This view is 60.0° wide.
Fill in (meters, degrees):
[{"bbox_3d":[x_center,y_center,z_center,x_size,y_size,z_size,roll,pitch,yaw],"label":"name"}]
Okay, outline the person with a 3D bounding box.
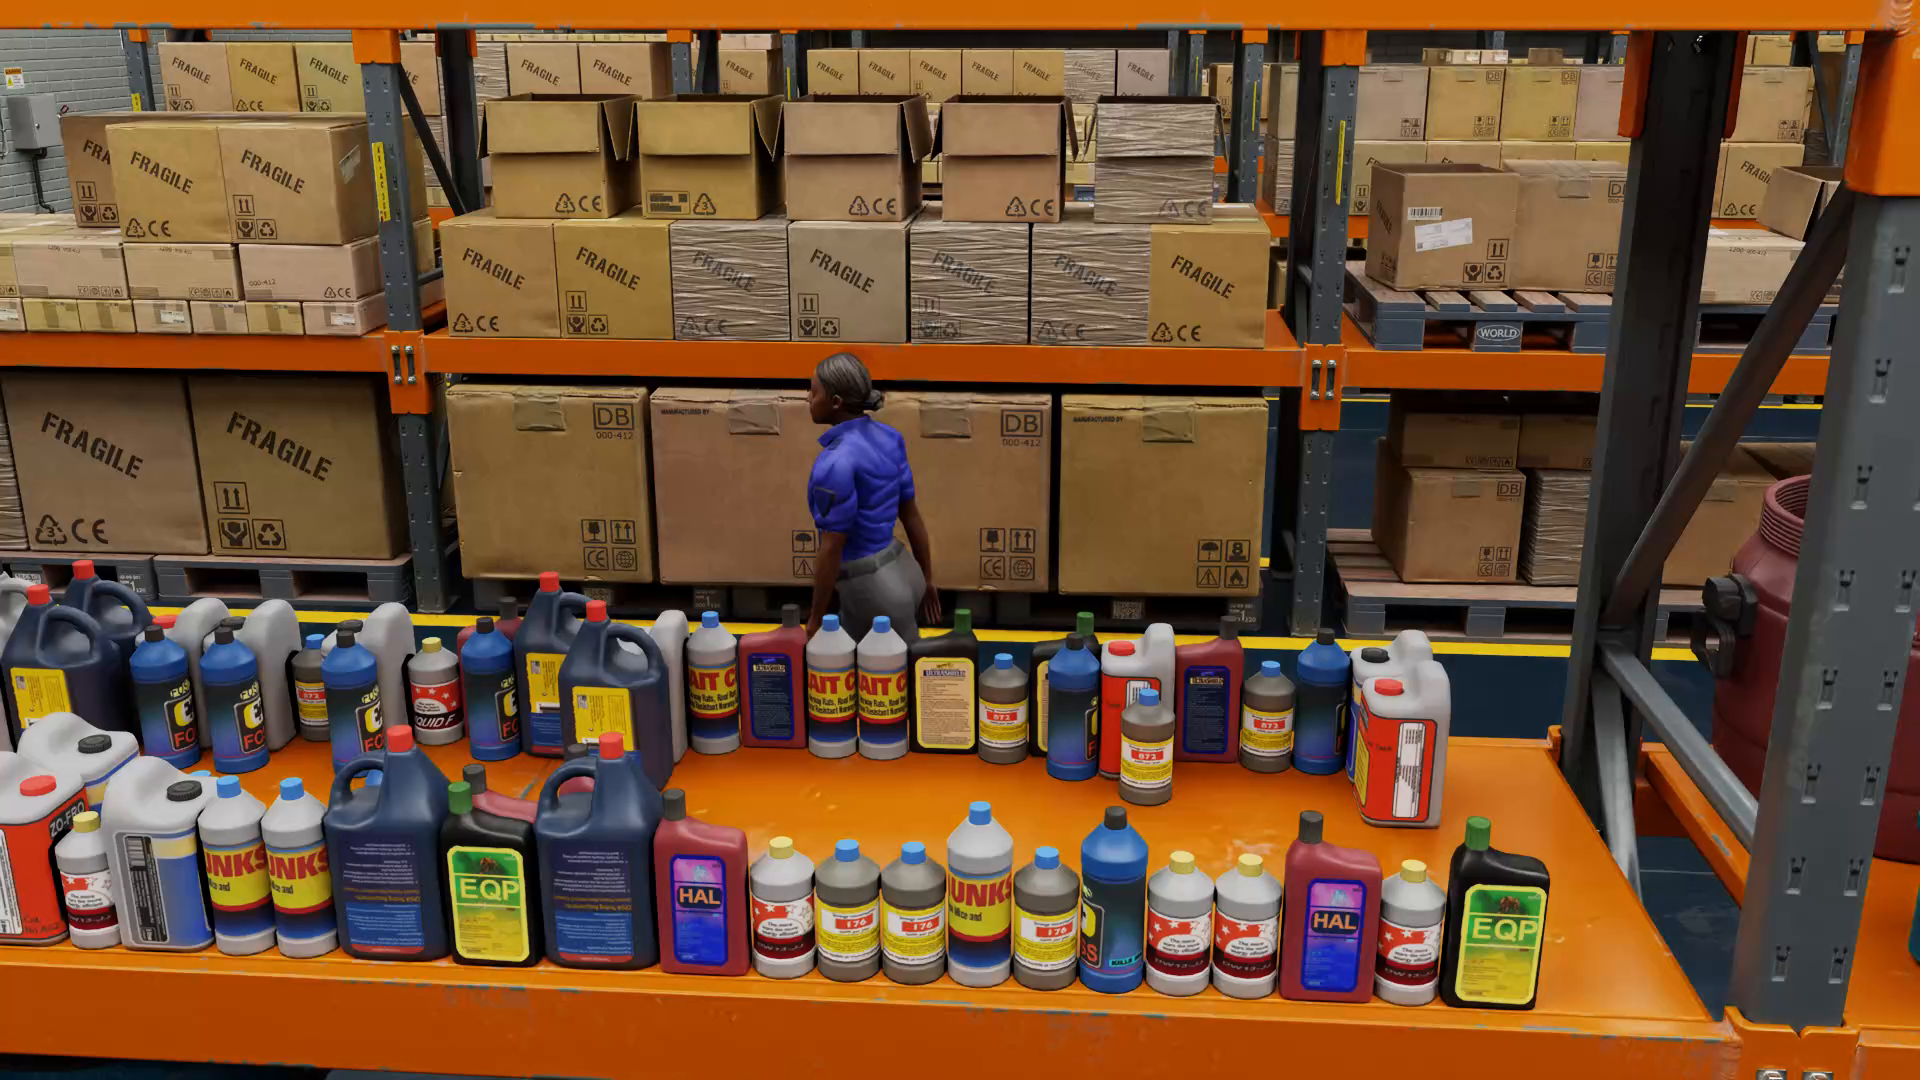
[{"bbox_3d":[-0.330,0.189,5.464,0.849,1.629,0.476,5,18,17],"label":"person"}]
